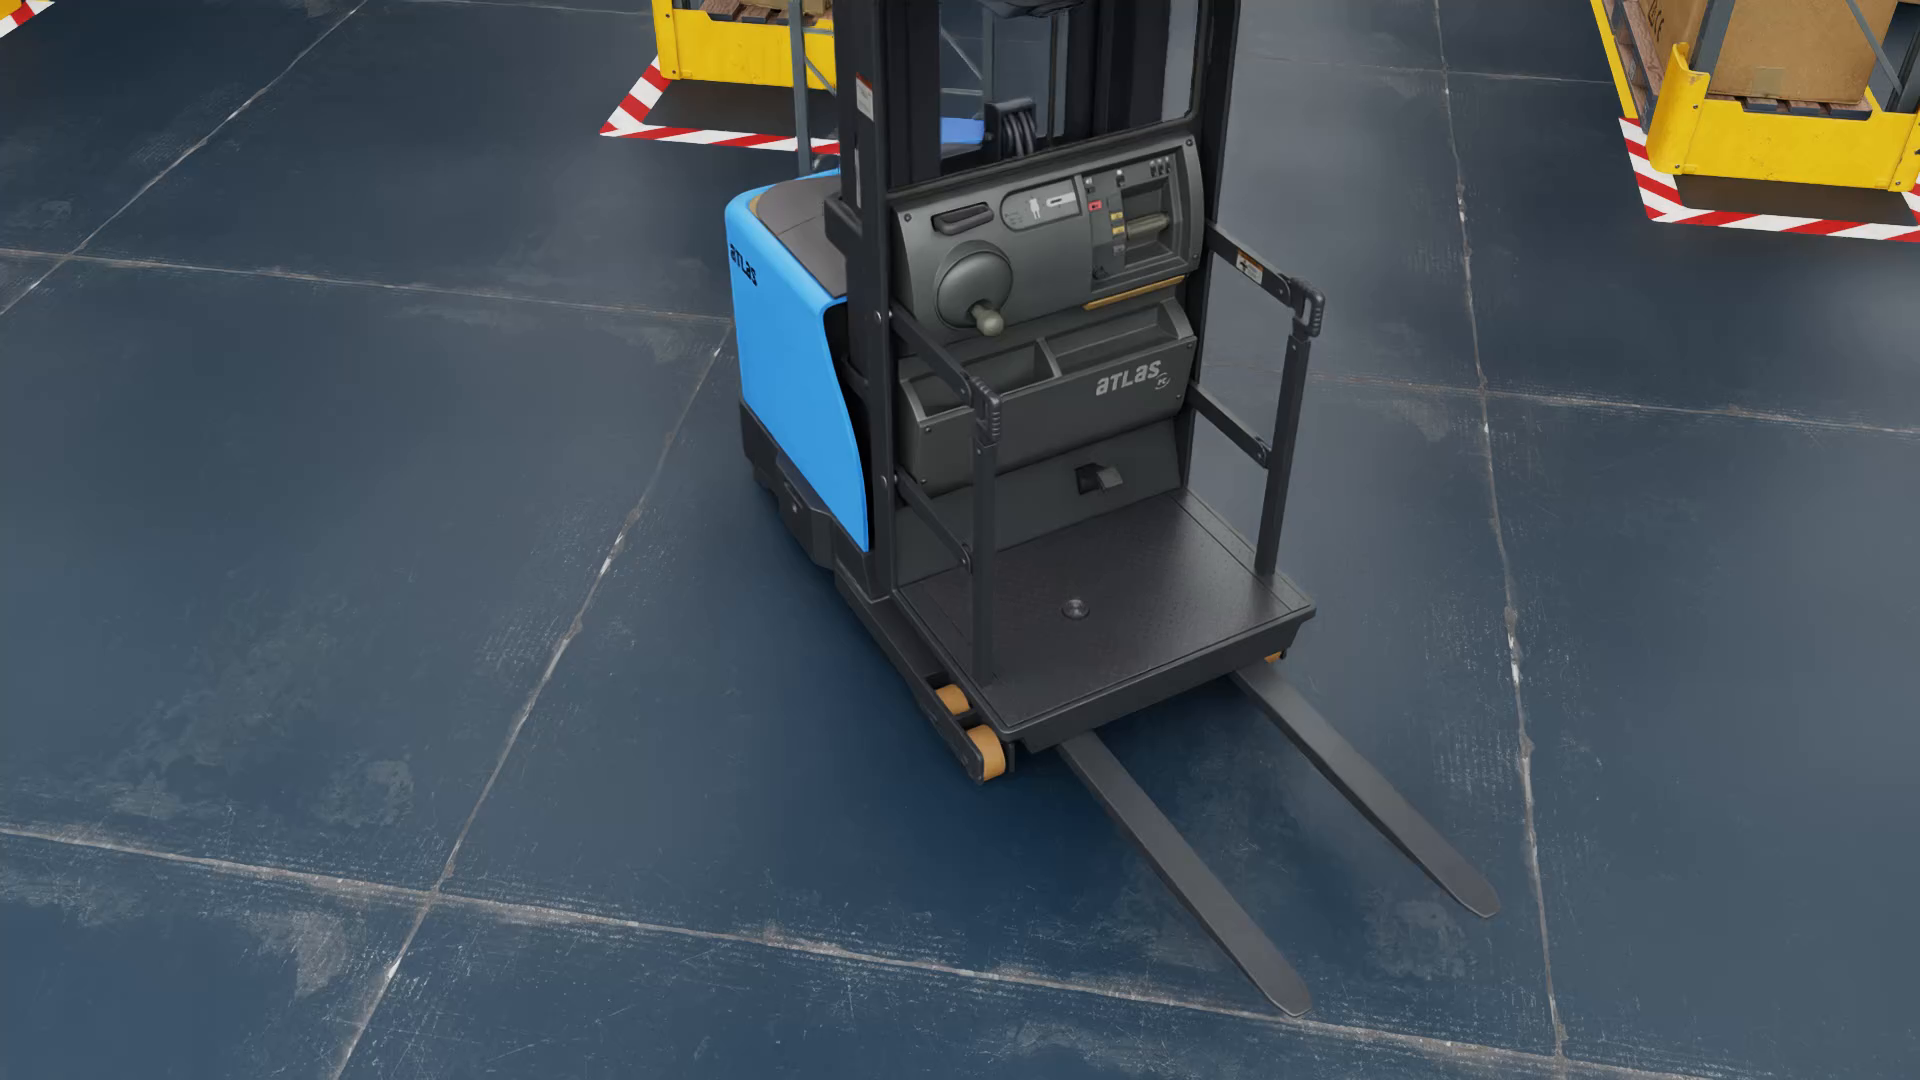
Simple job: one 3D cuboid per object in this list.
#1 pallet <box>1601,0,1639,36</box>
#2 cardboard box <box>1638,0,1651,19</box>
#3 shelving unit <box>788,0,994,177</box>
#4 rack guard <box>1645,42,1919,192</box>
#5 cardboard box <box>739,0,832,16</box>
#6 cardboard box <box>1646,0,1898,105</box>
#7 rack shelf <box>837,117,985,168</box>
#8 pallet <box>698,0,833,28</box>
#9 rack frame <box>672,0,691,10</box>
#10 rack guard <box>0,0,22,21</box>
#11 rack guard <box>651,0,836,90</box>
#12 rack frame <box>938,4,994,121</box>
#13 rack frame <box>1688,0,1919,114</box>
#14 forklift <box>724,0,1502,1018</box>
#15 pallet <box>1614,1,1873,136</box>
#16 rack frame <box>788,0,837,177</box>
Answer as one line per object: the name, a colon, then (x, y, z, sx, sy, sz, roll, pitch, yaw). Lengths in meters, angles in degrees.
pallet: (4.157, -3.148, 9.392, 1.003, 0.211, 1.213, 6, 40, 8)
cardboard box: (4.085, -3.277, 8.697, 0.875, 0.875, 0.875, 6, 40, 7)
shelving unit: (-0.224, -1.527, 6.420, 0.538, 1.500, 1.048, 8, 40, 10)
rack guard: (3.878, -1.970, 7.741, 1.175, 0.500, 0.348, 6, 40, 8)
cardboard box: (-0.861, -3.148, 8.835, 0.500, 0.500, 0.500, 14, 41, 16)
cardboard box: (3.934, -2.725, 8.029, 0.875, 0.875, 0.875, 7, 40, 8)
rack shelf: (-0.224, -1.388, 6.534, 0.538, 0.185, 1.000, 8, 40, 10)
pallet: (-0.797, -3.038, 9.259, 1.003, 0.211, 1.213, 6, 40, 8)
rack frame: (-0.985, -3.559, 7.701, 1.000, 3.000, 0.127, 6, 40, 8)
rack guard: (-5.897, -3.195, 9.222, 1.175, 0.500, 0.348, 6, 40, 8)
rack guard: (-0.972, -2.643, 8.555, 1.175, 0.500, 0.348, 6, 40, 8)
rack frame: (-0.115, -1.843, 6.803, 0.500, 1.500, 0.032, 8, 40, 10)
rack frame: (3.882, -2.949, 6.962, 1.000, 3.000, 0.127, 6, 40, 8)
forklift: (0.366, -0.754, 4.362, 1.130, 2.935, 3.031, -19, 43, -22)
pallet: (3.944, -2.384, 8.468, 1.003, 0.211, 1.213, 6, 40, 8)
rack frame: (-0.333, -1.211, 6.037, 0.500, 1.500, 0.032, 8, 40, 10)
